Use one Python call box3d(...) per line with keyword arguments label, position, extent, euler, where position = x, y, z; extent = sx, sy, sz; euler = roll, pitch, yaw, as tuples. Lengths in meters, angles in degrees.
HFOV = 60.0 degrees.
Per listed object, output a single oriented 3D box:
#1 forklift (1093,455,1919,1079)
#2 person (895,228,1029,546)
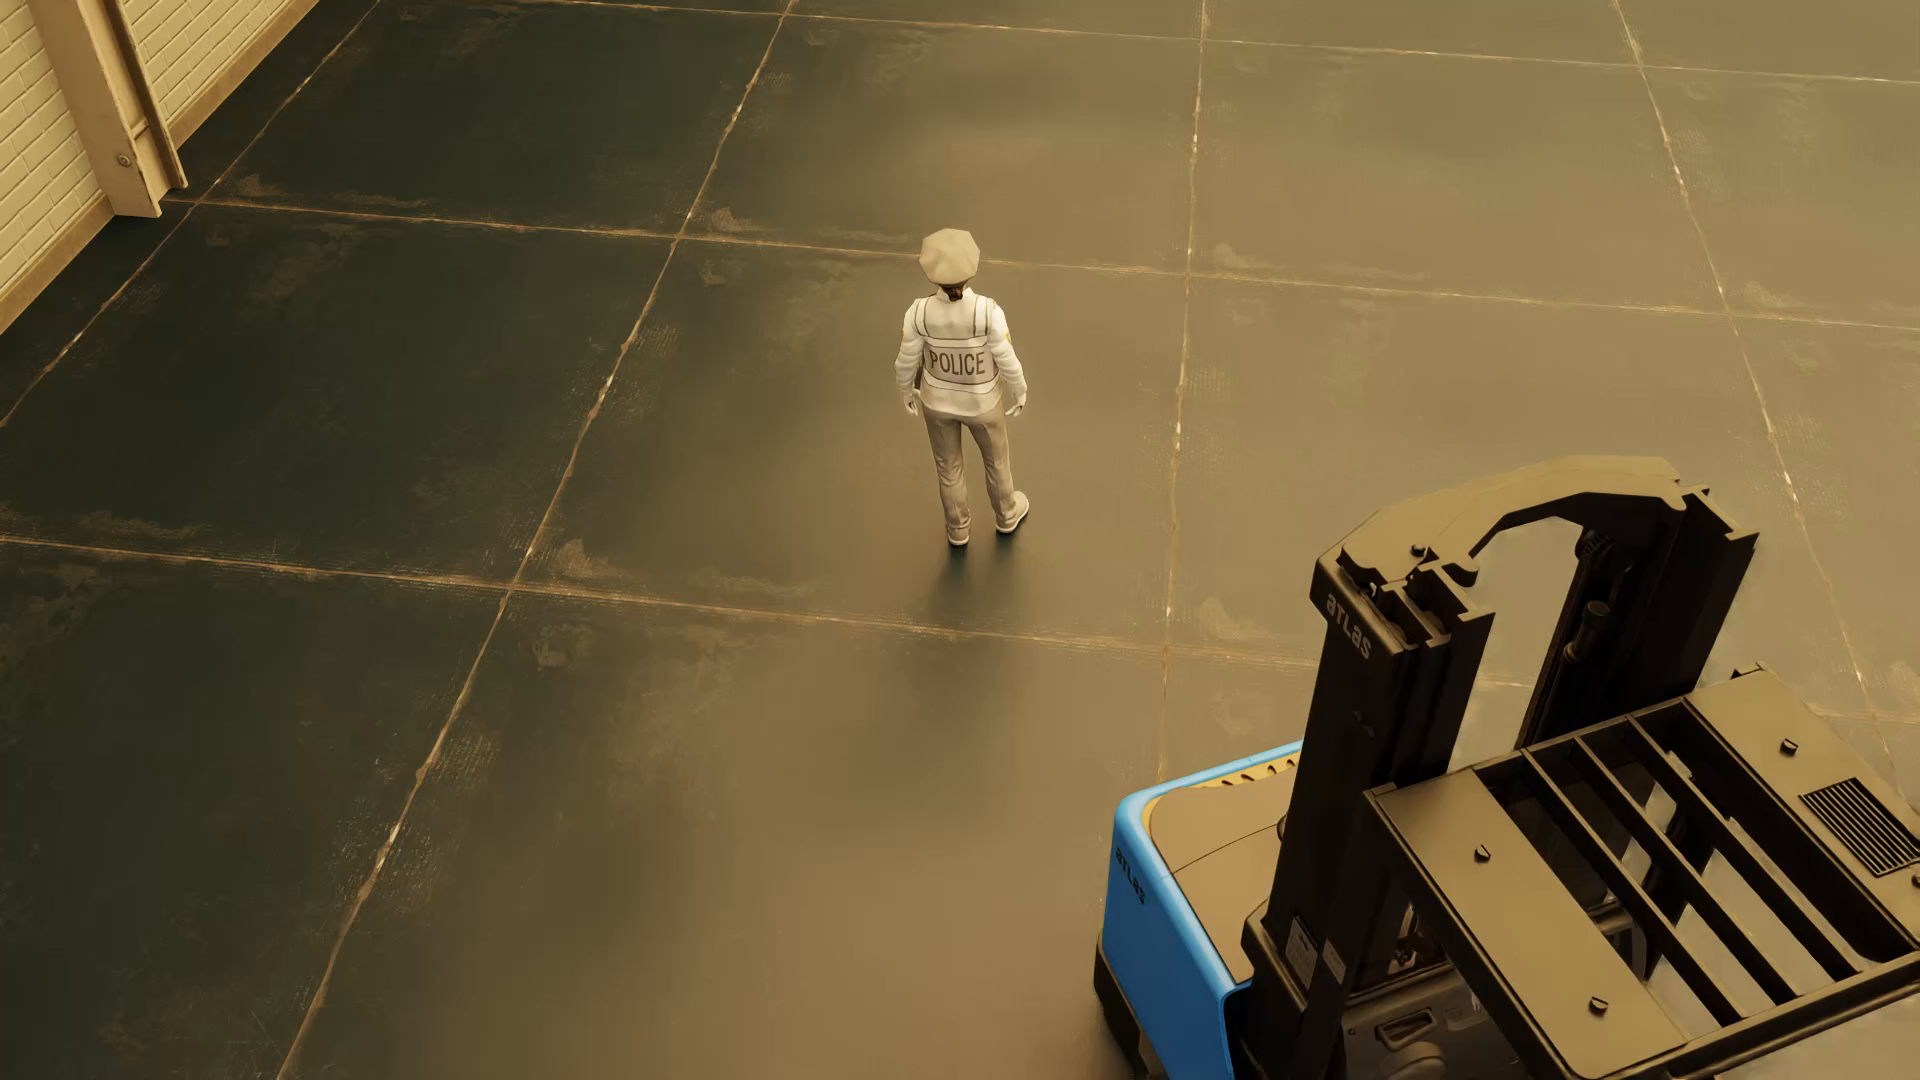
box3d(label="forklift", position=(1.491, 1.363, 4.240), extent=(1.130, 2.935, 3.031), euler=(-15, 45, -15))
box3d(label="person", position=(0.016, -0.675, 7.362), extent=(0.586, 1.694, 0.530), euler=(5, 43, 6))
